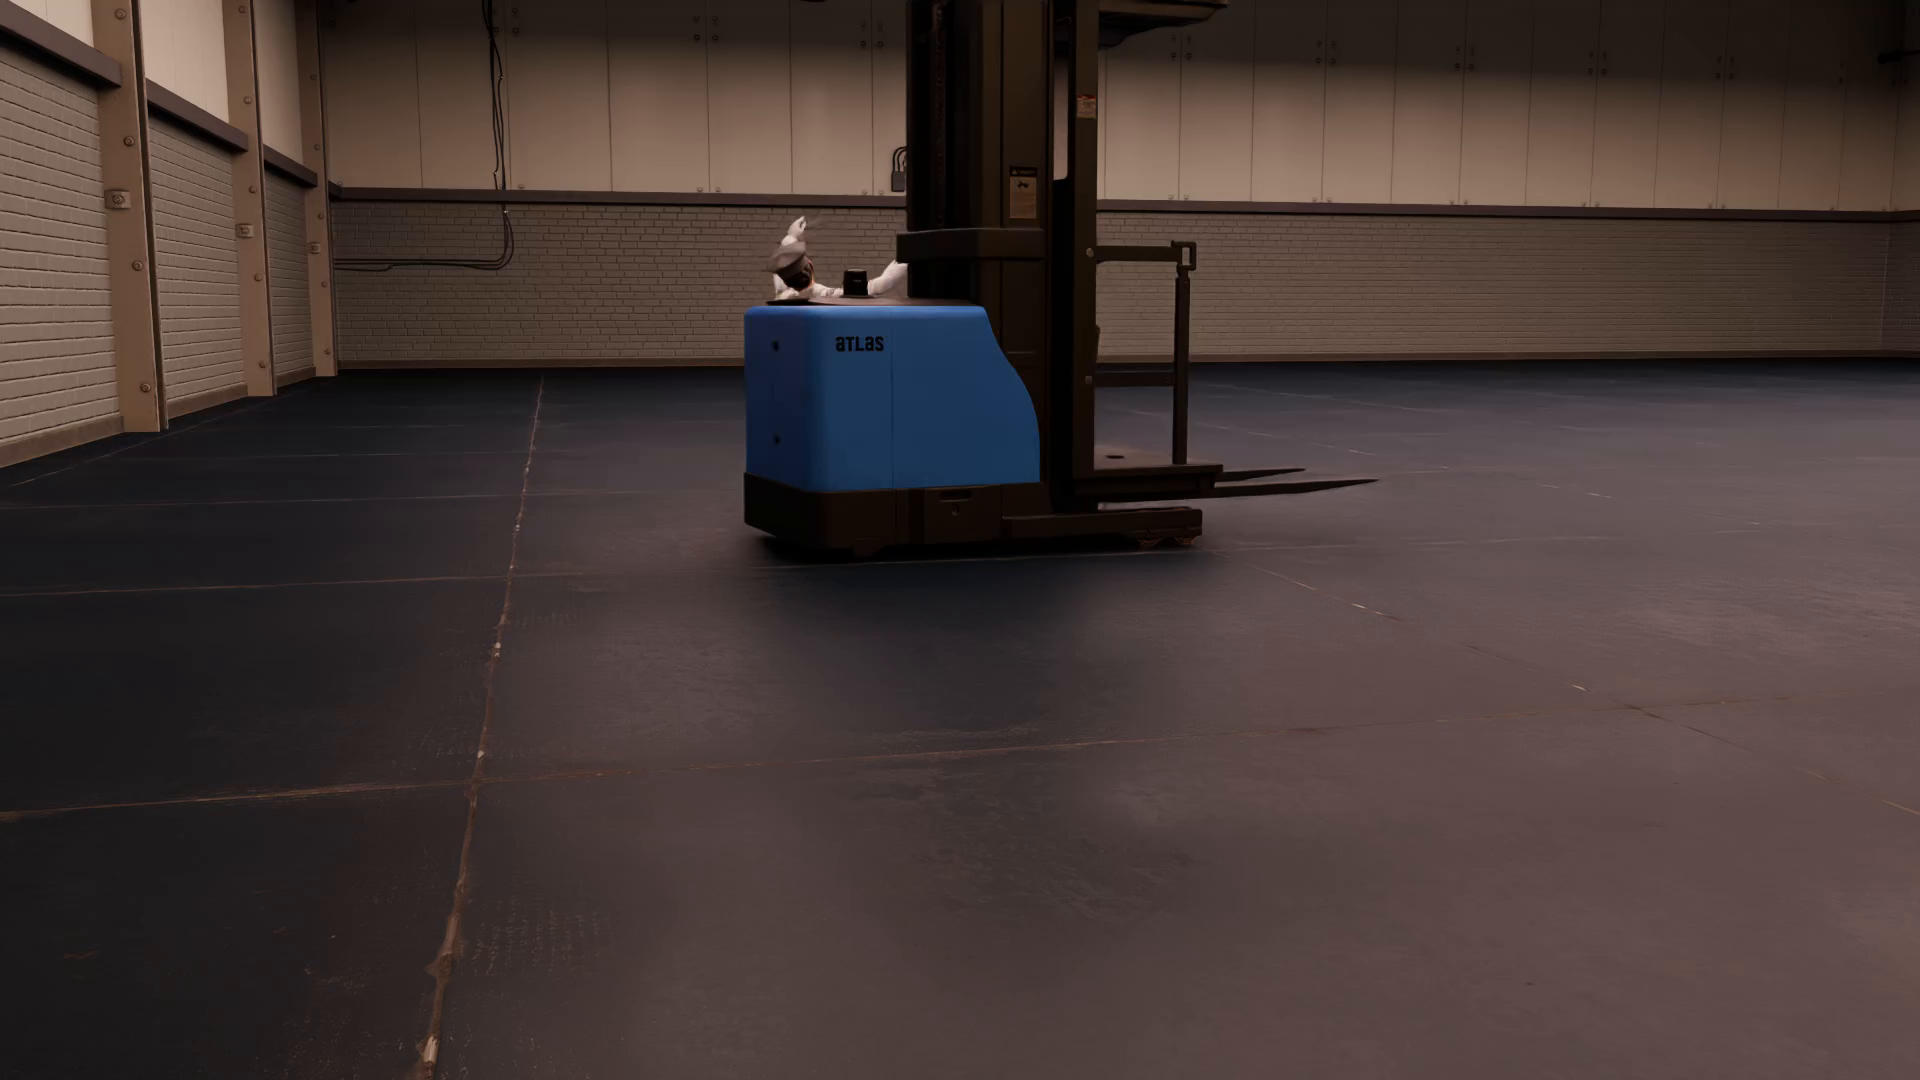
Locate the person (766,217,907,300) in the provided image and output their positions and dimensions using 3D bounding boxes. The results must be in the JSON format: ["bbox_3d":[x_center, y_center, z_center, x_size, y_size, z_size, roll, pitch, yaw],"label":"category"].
[{"bbox_3d":[-0.650,-0.944,8.802,0.884,1.554,0.726,5,10,33],"label":"person"}]

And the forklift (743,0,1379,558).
[{"bbox_3d":[0.557,-1.487,7.759,3.031,2.935,1.130,-4,9,-24],"label":"forklift"}]
